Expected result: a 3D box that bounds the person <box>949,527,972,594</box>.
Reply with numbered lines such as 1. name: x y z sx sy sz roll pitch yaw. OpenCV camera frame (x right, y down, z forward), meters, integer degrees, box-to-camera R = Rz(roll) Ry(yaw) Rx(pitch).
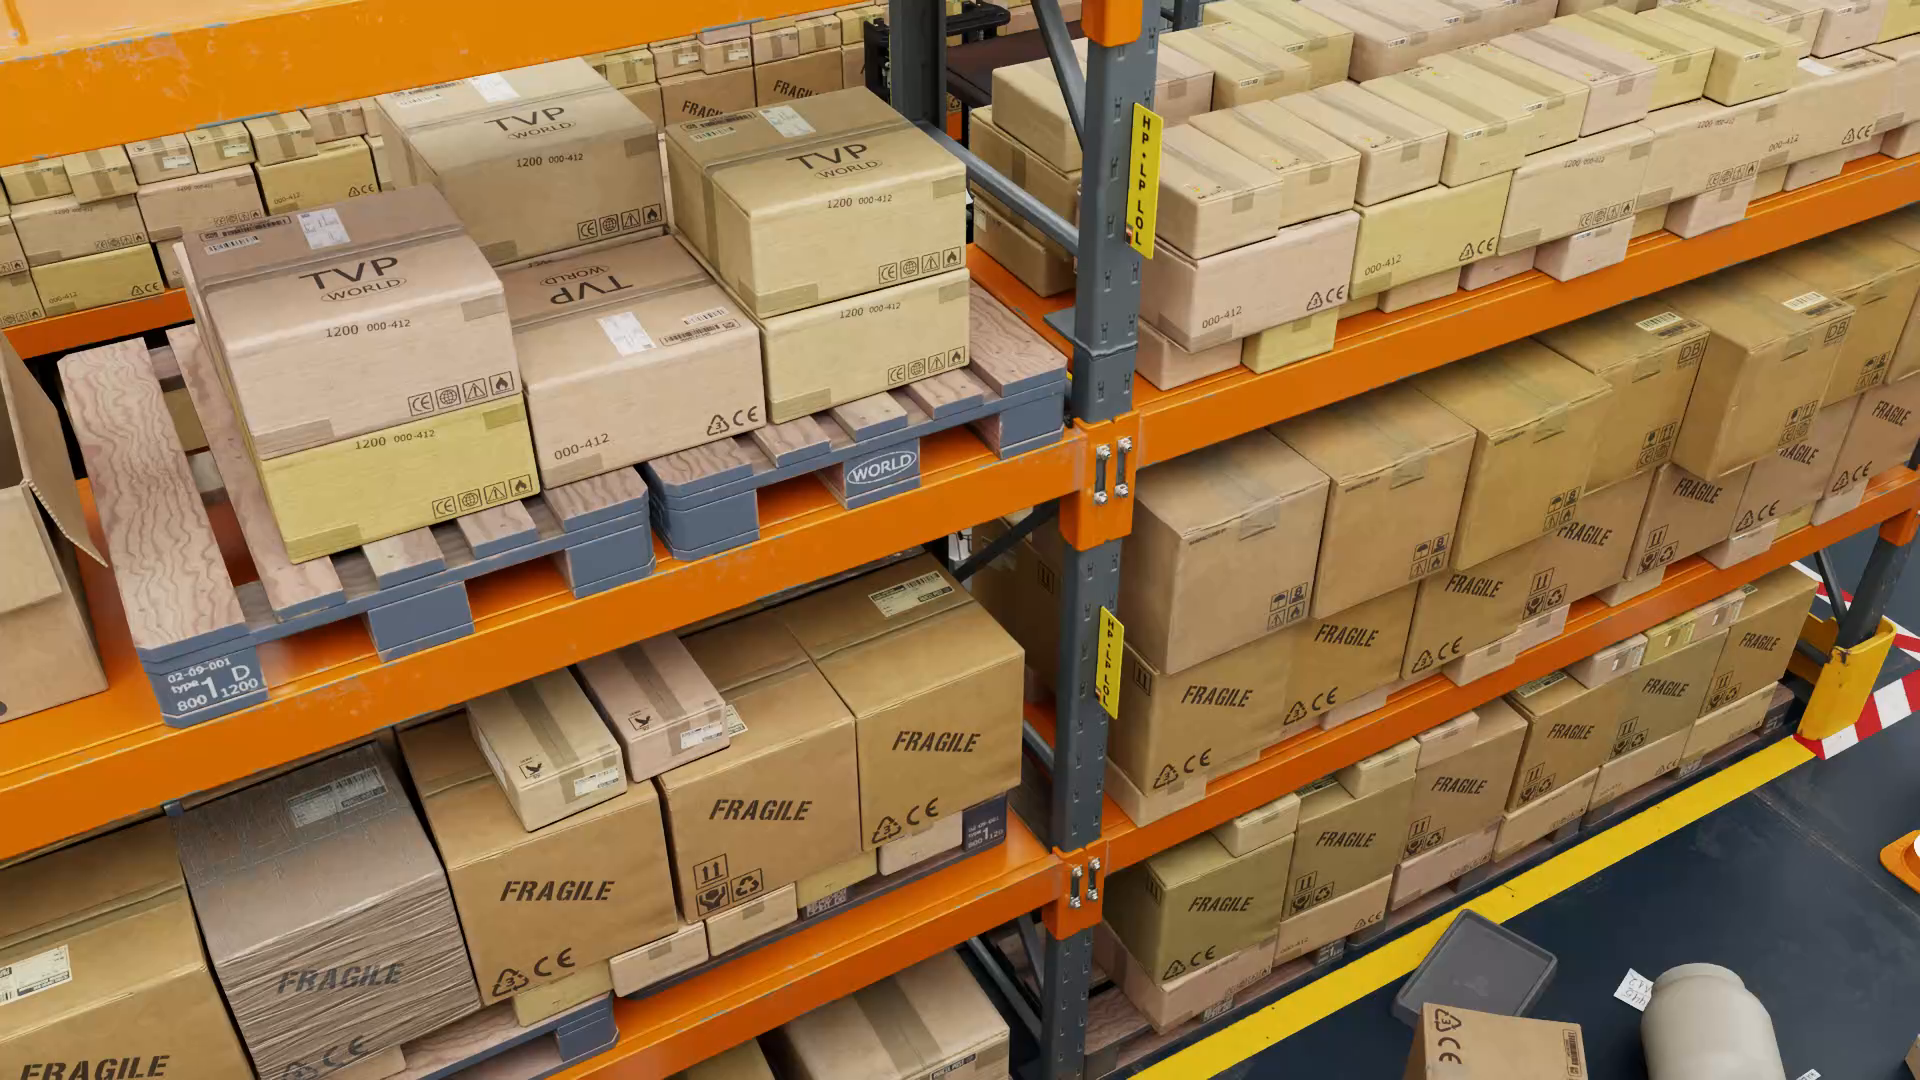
1. person: 0.058 0.013 6.915 0.391 1.661 0.469 -19 41 -23
